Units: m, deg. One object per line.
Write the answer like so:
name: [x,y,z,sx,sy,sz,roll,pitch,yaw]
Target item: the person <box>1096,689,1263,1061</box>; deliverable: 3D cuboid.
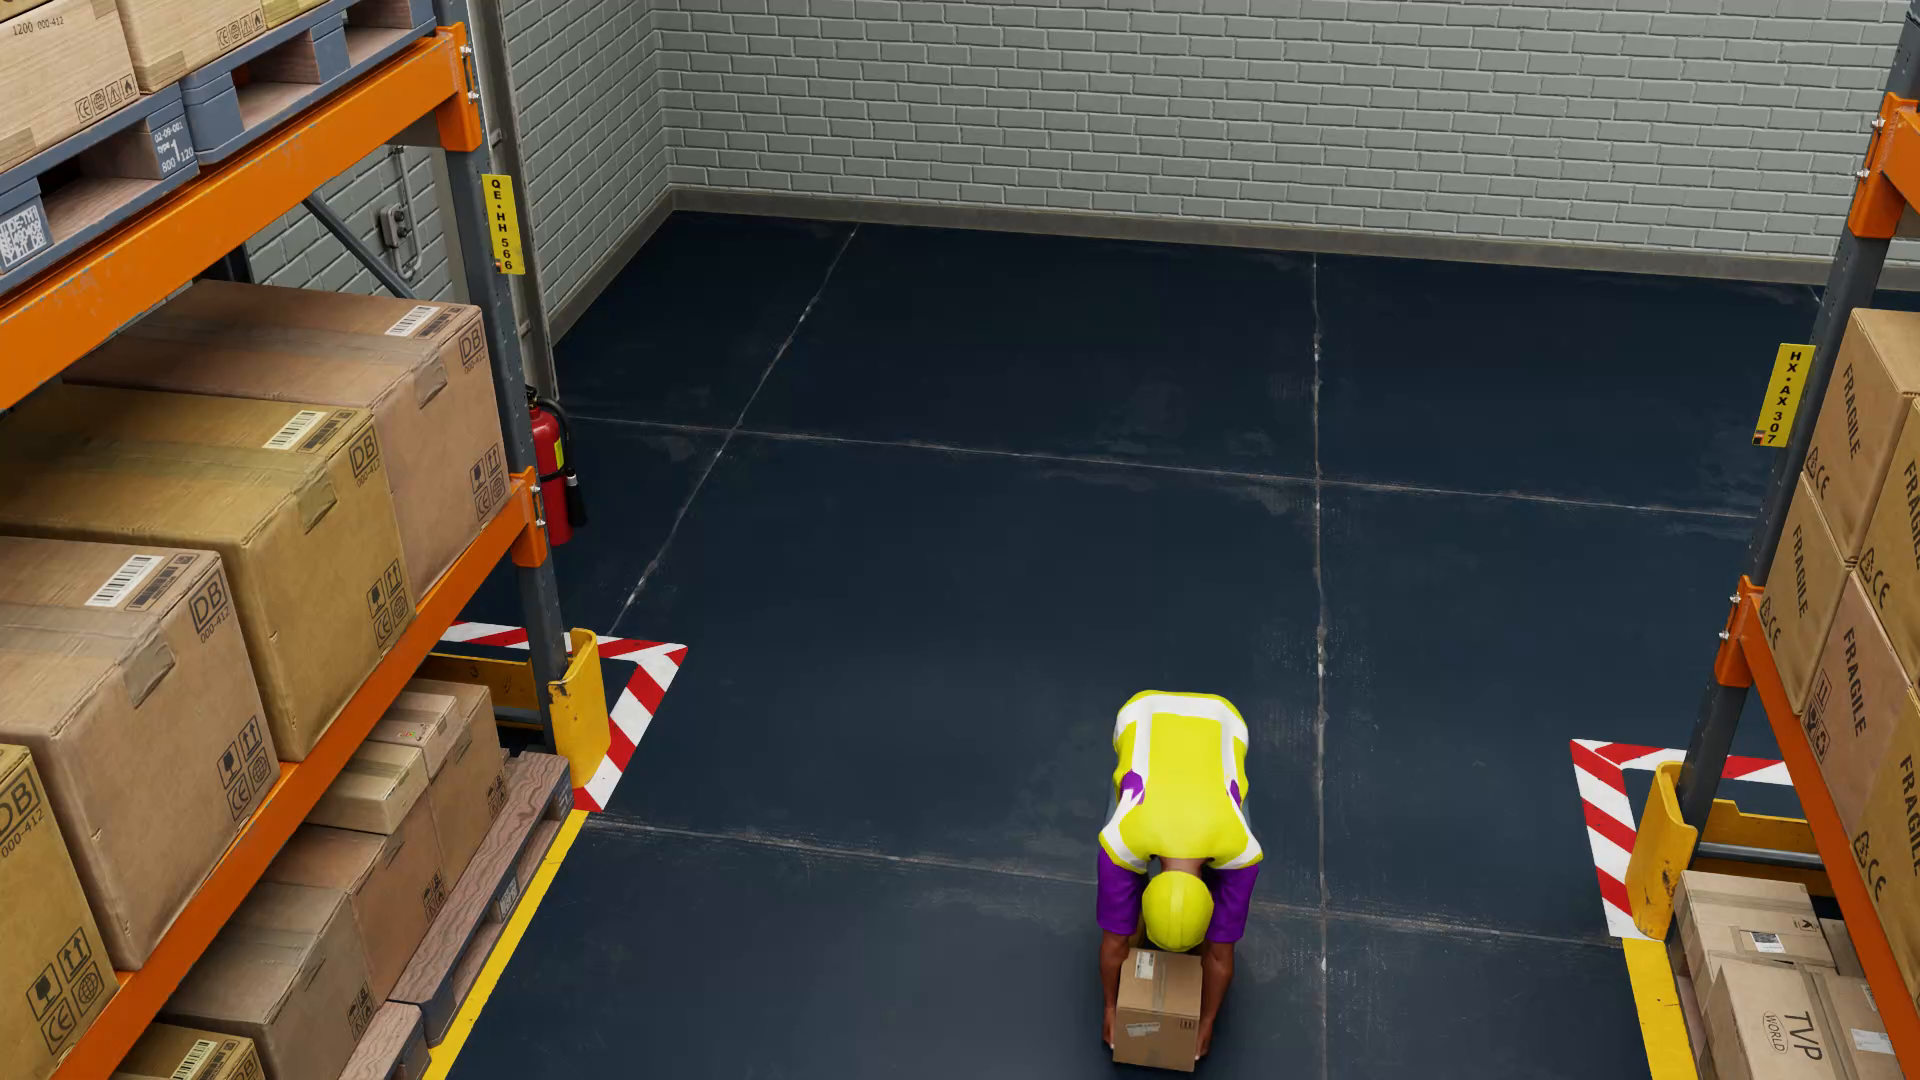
person: [0.683,1.037,5.255,0.503,0.925,0.975,4,32,6]
